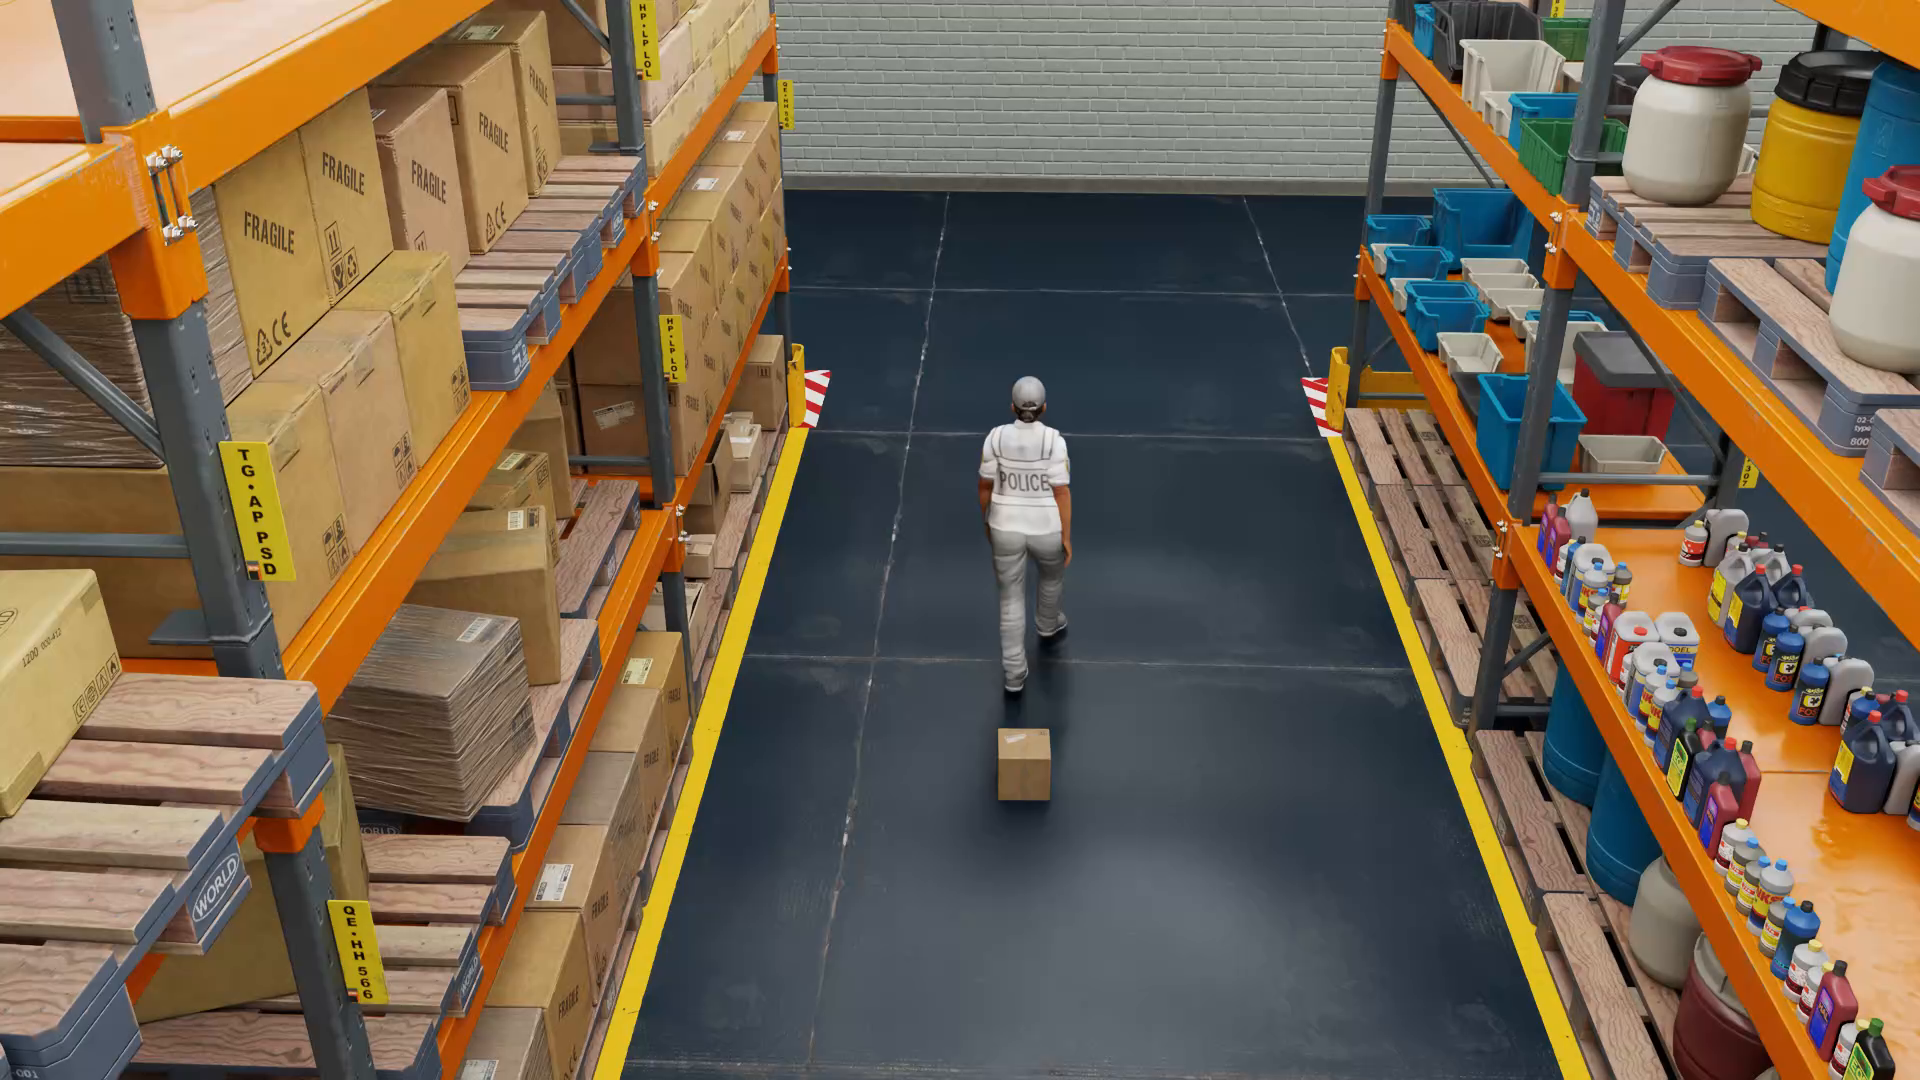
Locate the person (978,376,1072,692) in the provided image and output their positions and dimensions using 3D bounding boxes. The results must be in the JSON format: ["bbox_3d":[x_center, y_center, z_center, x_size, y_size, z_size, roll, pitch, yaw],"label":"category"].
[{"bbox_3d":[0.345,-0.082,8.773,0.505,1.627,0.865,2,28,4],"label":"person"}]
